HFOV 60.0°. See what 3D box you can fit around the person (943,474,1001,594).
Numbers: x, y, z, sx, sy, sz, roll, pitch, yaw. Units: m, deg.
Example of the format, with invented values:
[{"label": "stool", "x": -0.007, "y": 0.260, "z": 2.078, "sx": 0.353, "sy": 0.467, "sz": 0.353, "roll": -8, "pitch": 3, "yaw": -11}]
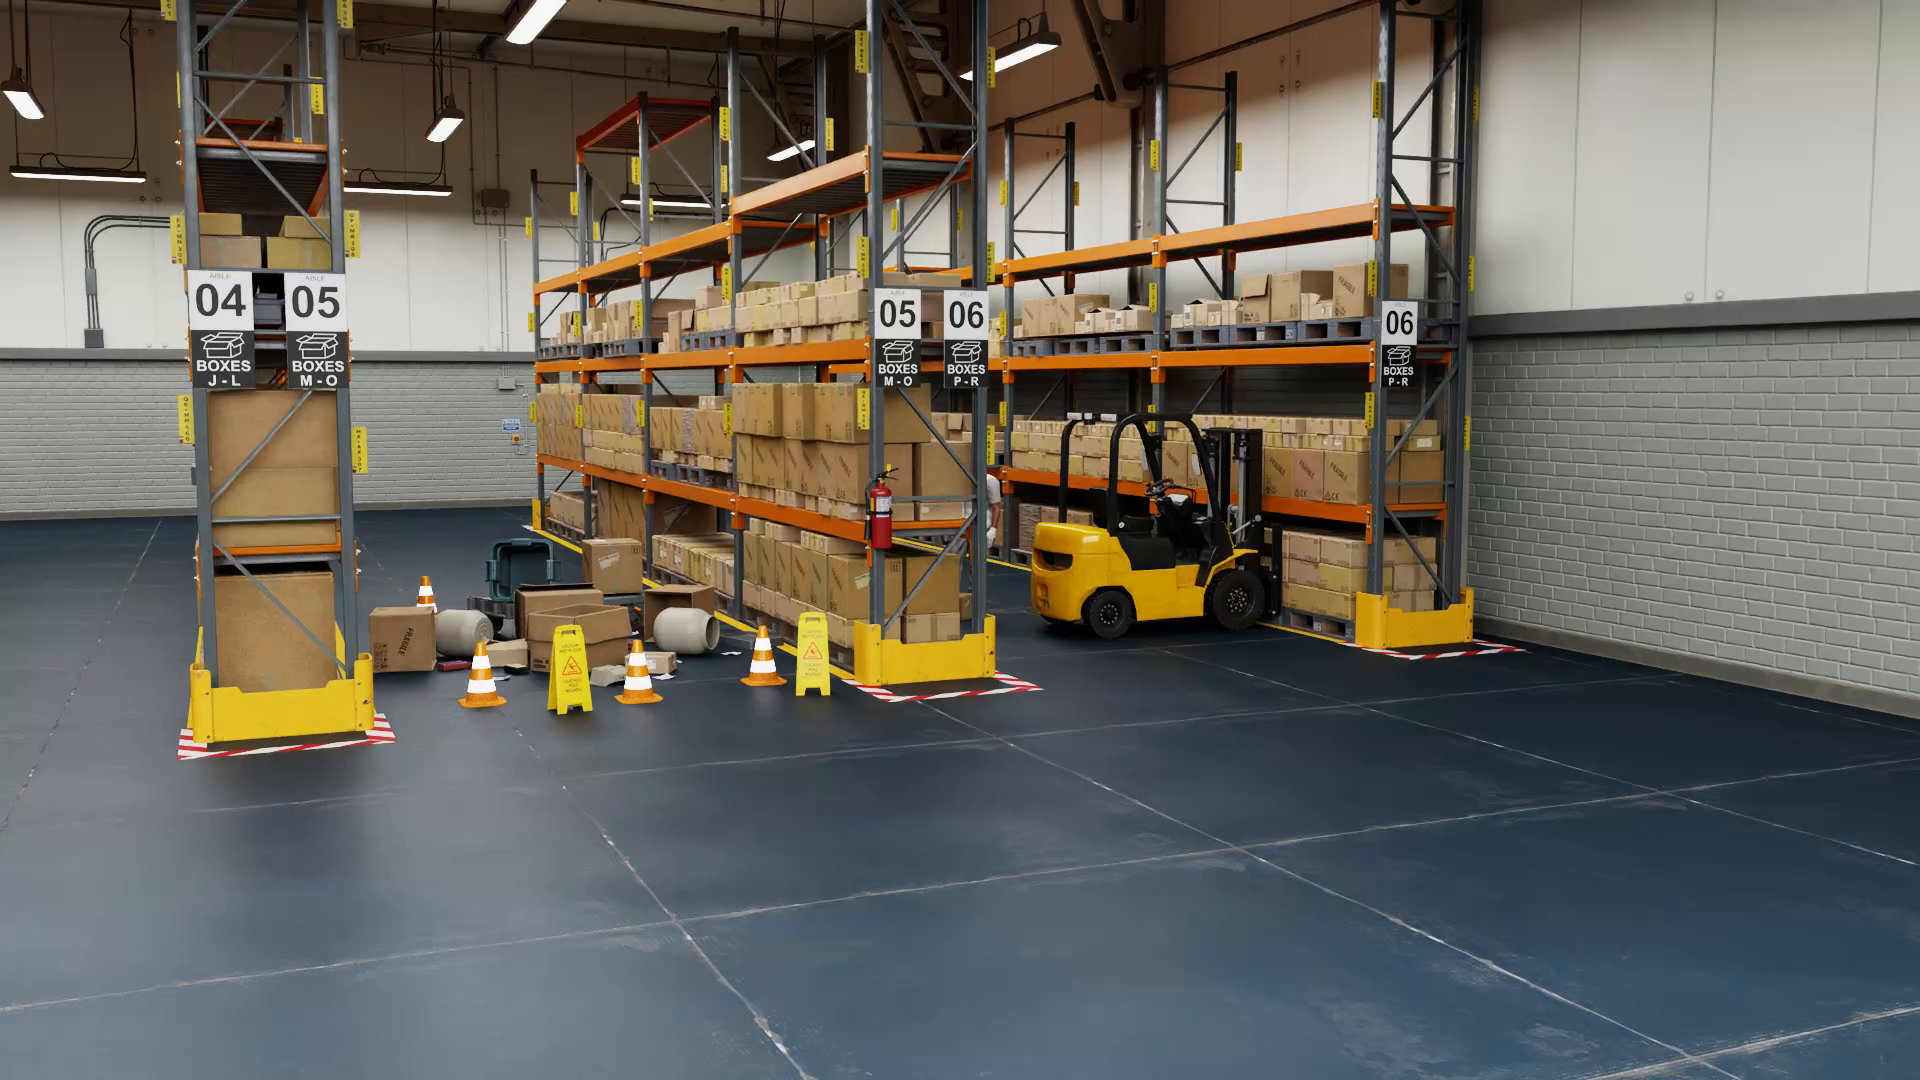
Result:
[{"label": "person", "x": 0.075, "y": -0.095, "z": 17.512, "sx": 0.657, "sy": 1.783, "sz": 0.576, "roll": 4, "pitch": 6, "yaw": 34}]
